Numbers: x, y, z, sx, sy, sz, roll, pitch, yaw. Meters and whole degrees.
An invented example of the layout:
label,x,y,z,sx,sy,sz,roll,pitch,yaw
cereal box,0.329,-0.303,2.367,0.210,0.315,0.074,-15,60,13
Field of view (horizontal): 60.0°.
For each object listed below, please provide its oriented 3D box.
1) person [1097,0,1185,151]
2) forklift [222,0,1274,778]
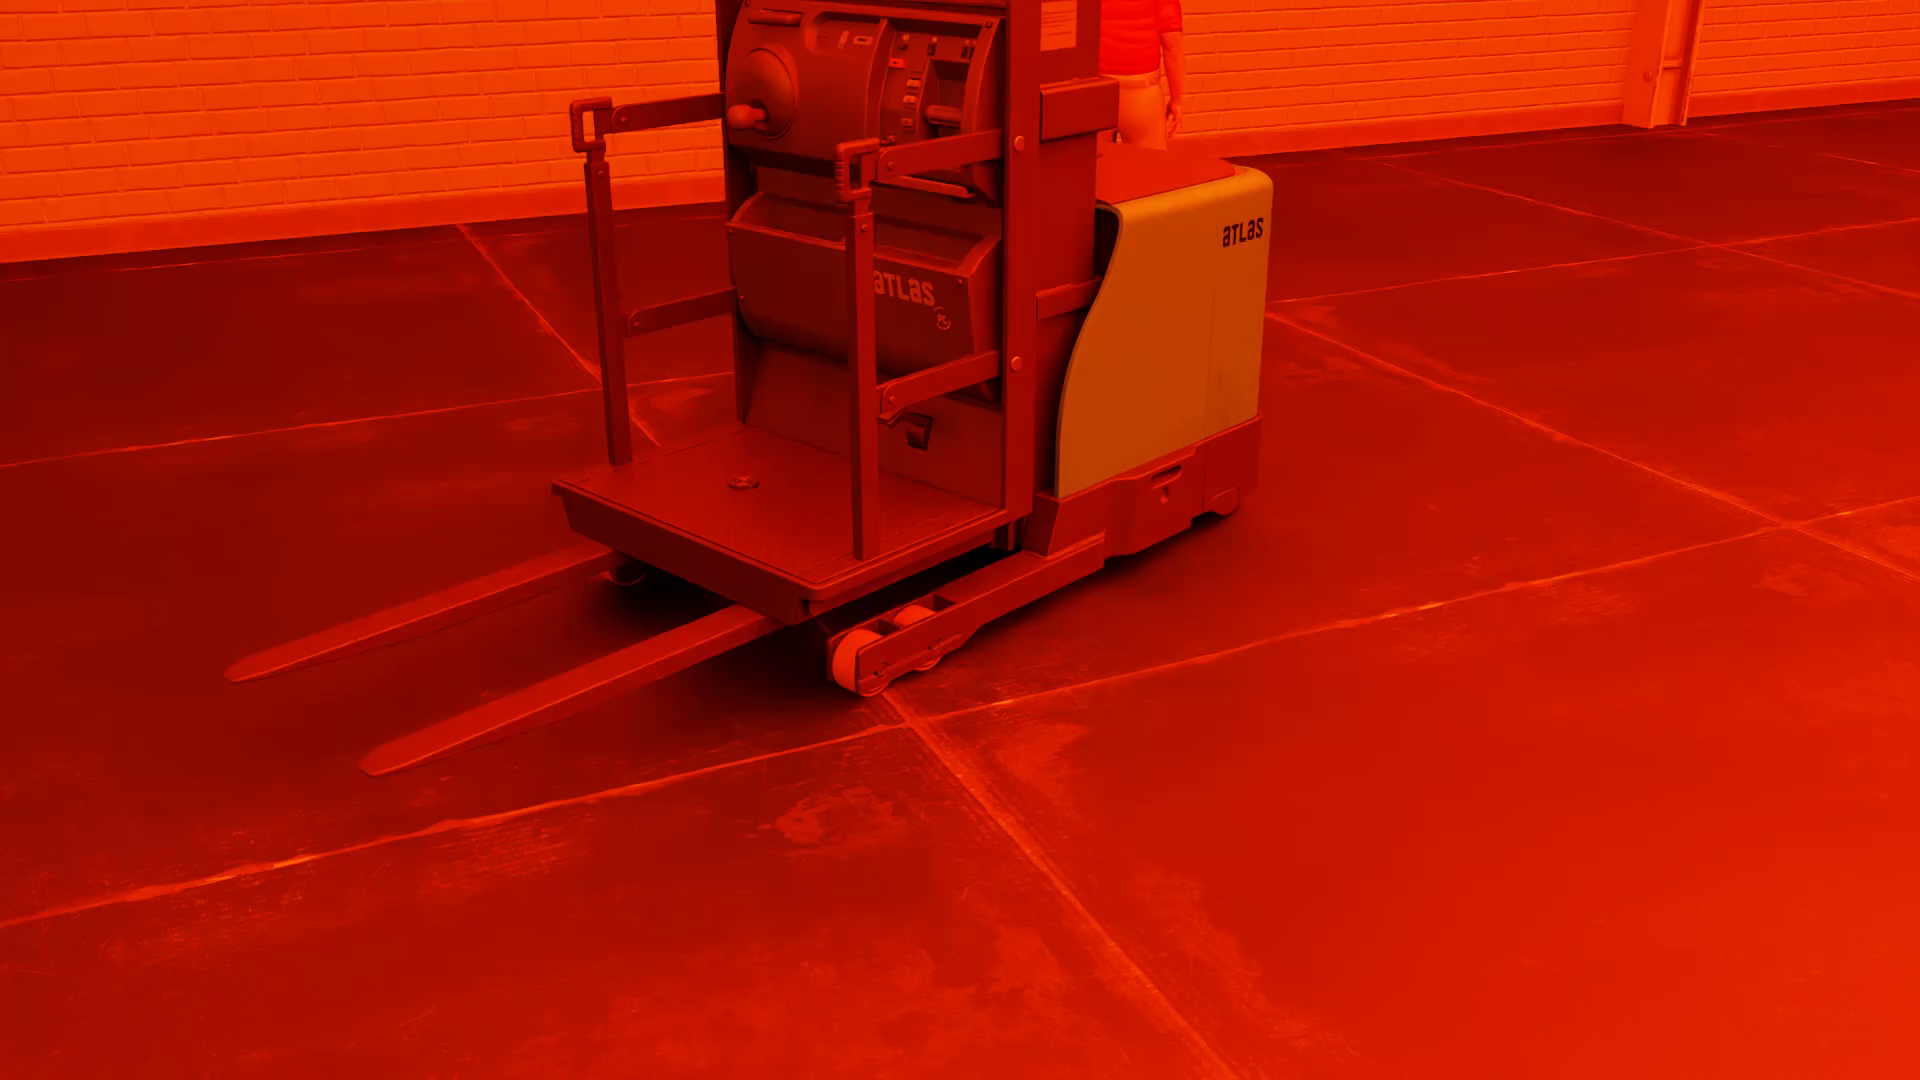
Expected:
label,x,y,z,sx,sy,sz,roll,pitch,yaw
person,0.743,-2.018,7.713,0.585,1.725,0.396,5,23,12
forklift,-0.413,-1.182,4.131,1.130,2.935,3.031,19,29,39
